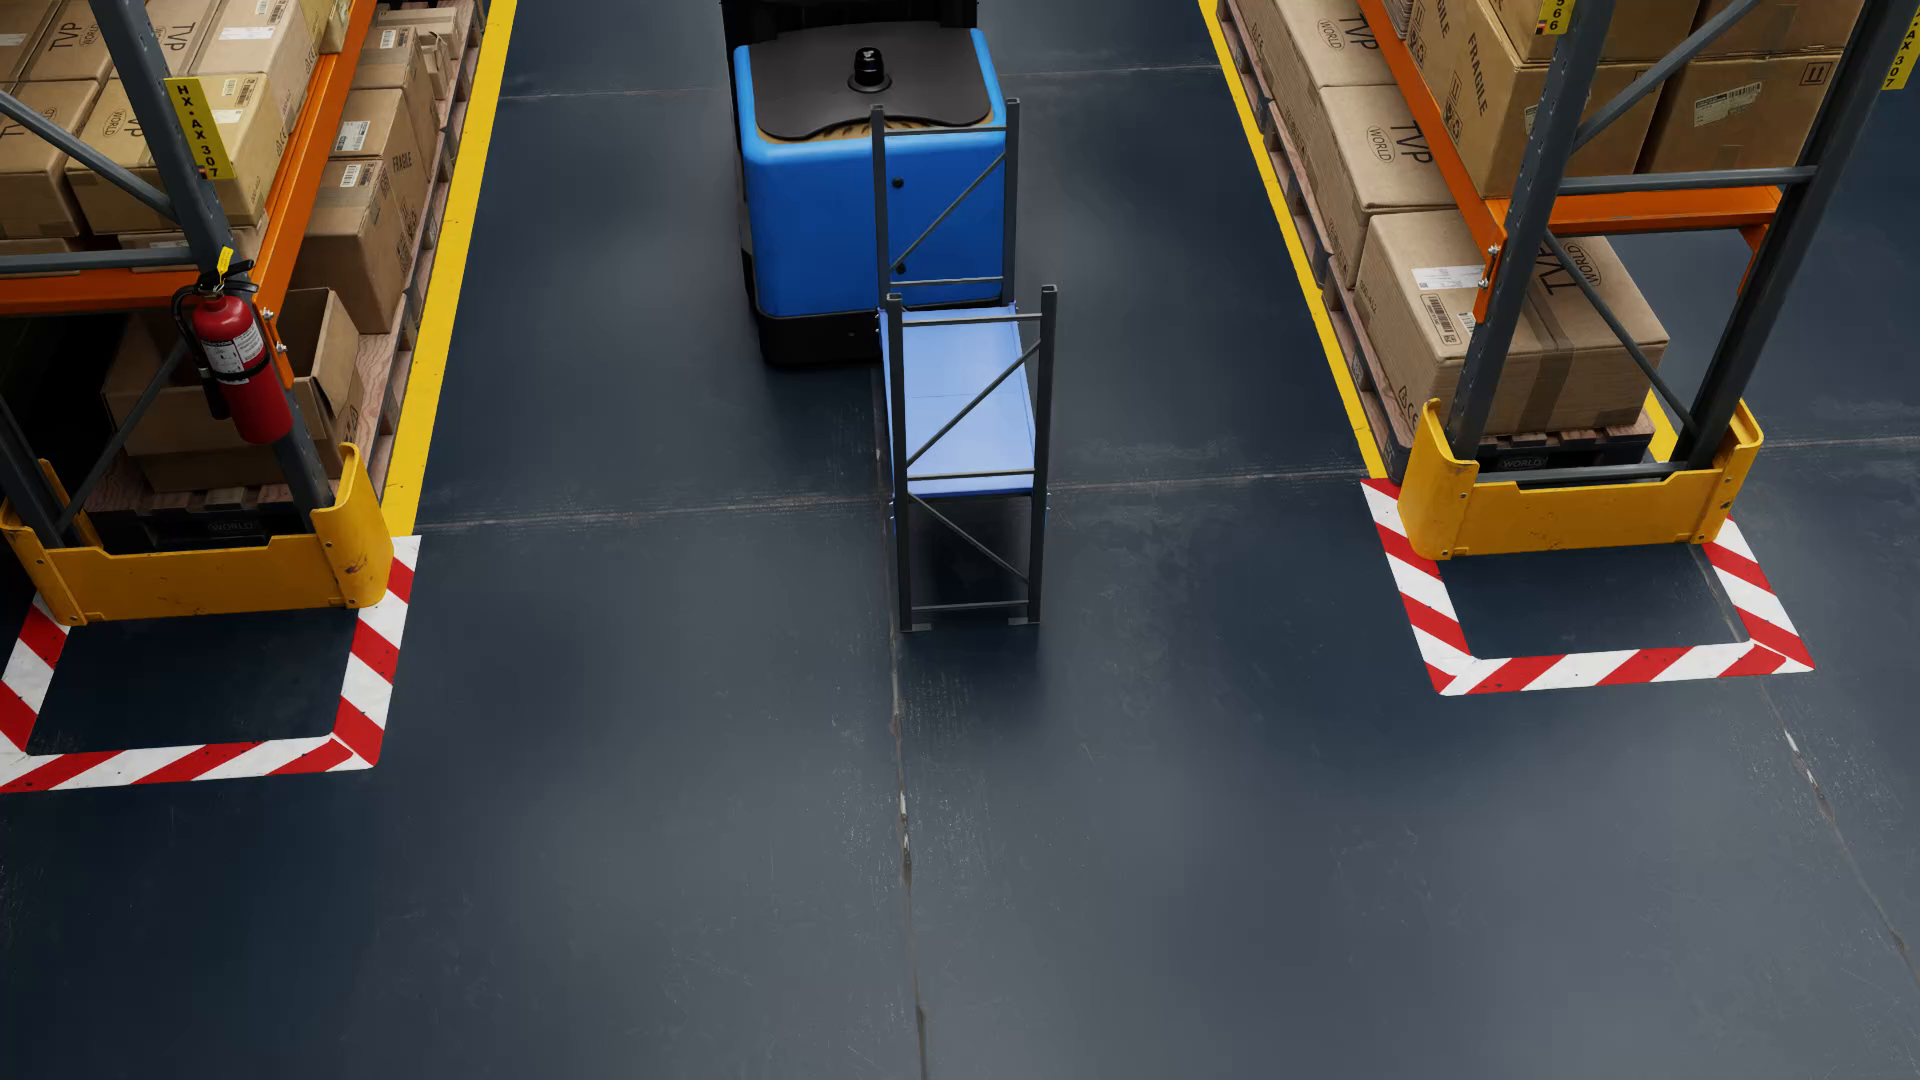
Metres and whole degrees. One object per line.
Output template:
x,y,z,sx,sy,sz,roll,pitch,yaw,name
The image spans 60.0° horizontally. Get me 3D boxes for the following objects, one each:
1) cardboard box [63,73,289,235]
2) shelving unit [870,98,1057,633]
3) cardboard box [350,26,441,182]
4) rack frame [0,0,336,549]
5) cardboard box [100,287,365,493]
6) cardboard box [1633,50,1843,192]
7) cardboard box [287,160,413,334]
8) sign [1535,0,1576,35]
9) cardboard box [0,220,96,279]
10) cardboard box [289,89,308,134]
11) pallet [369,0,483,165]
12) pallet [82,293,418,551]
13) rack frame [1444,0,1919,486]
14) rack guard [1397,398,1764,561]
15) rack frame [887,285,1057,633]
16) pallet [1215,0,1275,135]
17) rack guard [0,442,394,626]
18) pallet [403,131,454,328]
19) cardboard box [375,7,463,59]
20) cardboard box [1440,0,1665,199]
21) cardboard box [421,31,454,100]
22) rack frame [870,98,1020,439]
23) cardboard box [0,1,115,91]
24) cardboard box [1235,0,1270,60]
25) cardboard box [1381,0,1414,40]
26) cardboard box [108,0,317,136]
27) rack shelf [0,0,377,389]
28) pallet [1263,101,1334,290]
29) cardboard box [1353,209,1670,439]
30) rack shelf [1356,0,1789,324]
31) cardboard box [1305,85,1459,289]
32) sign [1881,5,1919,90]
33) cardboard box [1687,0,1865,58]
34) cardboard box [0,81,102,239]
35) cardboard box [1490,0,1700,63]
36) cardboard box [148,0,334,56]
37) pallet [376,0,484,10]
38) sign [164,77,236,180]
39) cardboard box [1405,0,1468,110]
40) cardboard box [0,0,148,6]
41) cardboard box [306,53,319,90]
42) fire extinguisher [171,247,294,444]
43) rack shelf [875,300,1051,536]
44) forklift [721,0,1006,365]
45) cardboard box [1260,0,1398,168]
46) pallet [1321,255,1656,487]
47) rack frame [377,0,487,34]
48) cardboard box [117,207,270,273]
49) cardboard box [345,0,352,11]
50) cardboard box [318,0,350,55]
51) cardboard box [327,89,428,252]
-2.452,-1.219,5.237,0.500,0.250,0.500,-3,47,-3,cardboard box
-0.007,-0.577,5.764,0.538,1.500,1.048,-3,47,-3,shelving unit
-2.759,-1.929,7.443,0.700,0.500,0.500,-5,47,-5,cardboard box
-2.682,-0.824,4.964,1.000,3.000,0.127,-3,47,-3,rack frame
-2.639,-0.558,6.143,0.797,0.503,0.637,-5,47,-5,cardboard box
2.510,-1.527,5.562,0.500,0.500,0.500,-4,47,-4,cardboard box
-2.672,-1.178,6.732,0.700,0.500,0.500,-2,47,-2,cardboard box
1.722,-1.585,4.725,0.100,0.325,0.005,-3,47,-3,sign
-2.977,-0.961,5.267,0.380,0.149,0.250,-4,47,-4,cardboard box
-2.520,-1.548,5.823,0.380,0.149,0.250,-2,47,-2,cardboard box
-2.960,-2.262,8.247,1.003,0.211,1.213,-3,47,-3,pallet
-2.756,-0.497,6.575,1.003,0.211,1.213,-3,47,-3,pallet
2.264,-1.128,5.253,1.000,3.000,0.127,-3,47,-3,rack frame
2.266,-0.251,6.144,1.175,0.500,0.348,-3,47,-3,rack guard
0.035,-0.210,5.416,0.500,1.500,0.032,-3,47,-3,rack frame
1.915,-2.509,8.480,1.003,0.211,1.213,-3,47,-3,pallet
-2.688,-0.019,5.924,1.175,0.500,0.348,-3,47,-3,rack guard
-2.855,-1.377,7.409,1.003,0.211,1.213,-3,47,-3,pallet
-2.678,-2.497,8.223,0.380,0.149,0.250,-5,47,-4,cardboard box
1.960,-1.496,5.532,0.500,0.500,0.500,-3,47,-3,cardboard box
-2.648,-2.279,7.936,0.396,0.266,0.258,-2,47,-2,cardboard box
-0.050,-0.945,6.112,0.500,1.500,0.032,-3,47,-3,rack frame
-3.027,-1.564,5.564,0.500,0.250,0.500,-3,47,-3,cardboard box
1.875,-2.825,8.335,0.875,0.438,0.875,-4,47,-4,cardboard box
1.880,-2.231,6.228,0.500,0.500,0.500,-2,47,-2,cardboard box
-2.494,-1.584,5.583,0.500,0.250,0.500,-3,47,-3,cardboard box
-2.850,-2.024,6.596,1.077,0.370,4.000,-3,47,-3,rack shelf
2.020,-1.624,7.643,1.003,0.211,1.213,-3,47,-3,pallet
2.109,-0.863,6.477,0.875,0.438,0.875,-5,47,-5,cardboard box
2.096,-2.328,6.884,1.077,0.370,4.000,-3,47,-3,rack shelf
2.024,-1.525,7.104,0.875,0.438,0.875,-2,47,-2,cardboard box
2.817,-1.483,4.937,0.100,0.325,0.005,-3,47,-3,sign
2.507,-1.871,5.199,0.500,0.500,0.500,-4,47,-4,cardboard box
-2.985,-1.191,5.211,0.500,0.250,0.500,-2,47,-2,cardboard box
1.986,-1.841,5.170,0.500,0.500,0.500,-2,47,-2,cardboard box
-2.540,-1.951,5.930,0.500,0.250,0.500,-4,47,-4,cardboard box
-3.123,-3.345,9.273,1.003,0.211,1.213,-3,47,-3,pallet
-2.141,-1.155,4.681,0.100,0.325,0.005,-3,47,-3,sign
1.933,-1.860,5.876,0.500,0.500,0.500,-4,47,-4,cardboard box
-3.064,-1.923,5.904,0.500,0.250,0.500,-2,47,-2,cardboard box
-2.548,-1.740,6.005,0.380,0.149,0.250,-3,47,-3,cardboard box
-2.209,-0.591,5.054,0.296,0.674,0.183,-3,47,-3,fire extinguisher
-0.007,-0.454,5.895,0.538,0.185,1.000,-3,47,-3,rack shelf
-0.506,-2.811,6.894,1.130,2.935,3.031,-6,47,-6,forklift
1.950,-2.177,7.721,0.875,0.438,0.875,-5,47,-4,cardboard box
2.119,-0.743,6.808,1.003,0.211,1.213,-3,47,-3,pallet
-3.017,-3.718,7.705,1.000,3.000,0.127,-3,47,-3,rack frame
-2.436,-0.992,5.297,0.380,0.149,0.250,-4,47,-4,cardboard box
-2.537,-2.116,6.361,0.380,0.149,0.250,-3,47,-2,cardboard box
-2.495,-1.927,6.182,0.380,0.149,0.250,-5,47,-4,cardboard box
-2.616,-1.566,7.100,0.500,0.500,0.500,-3,47,-3,cardboard box
